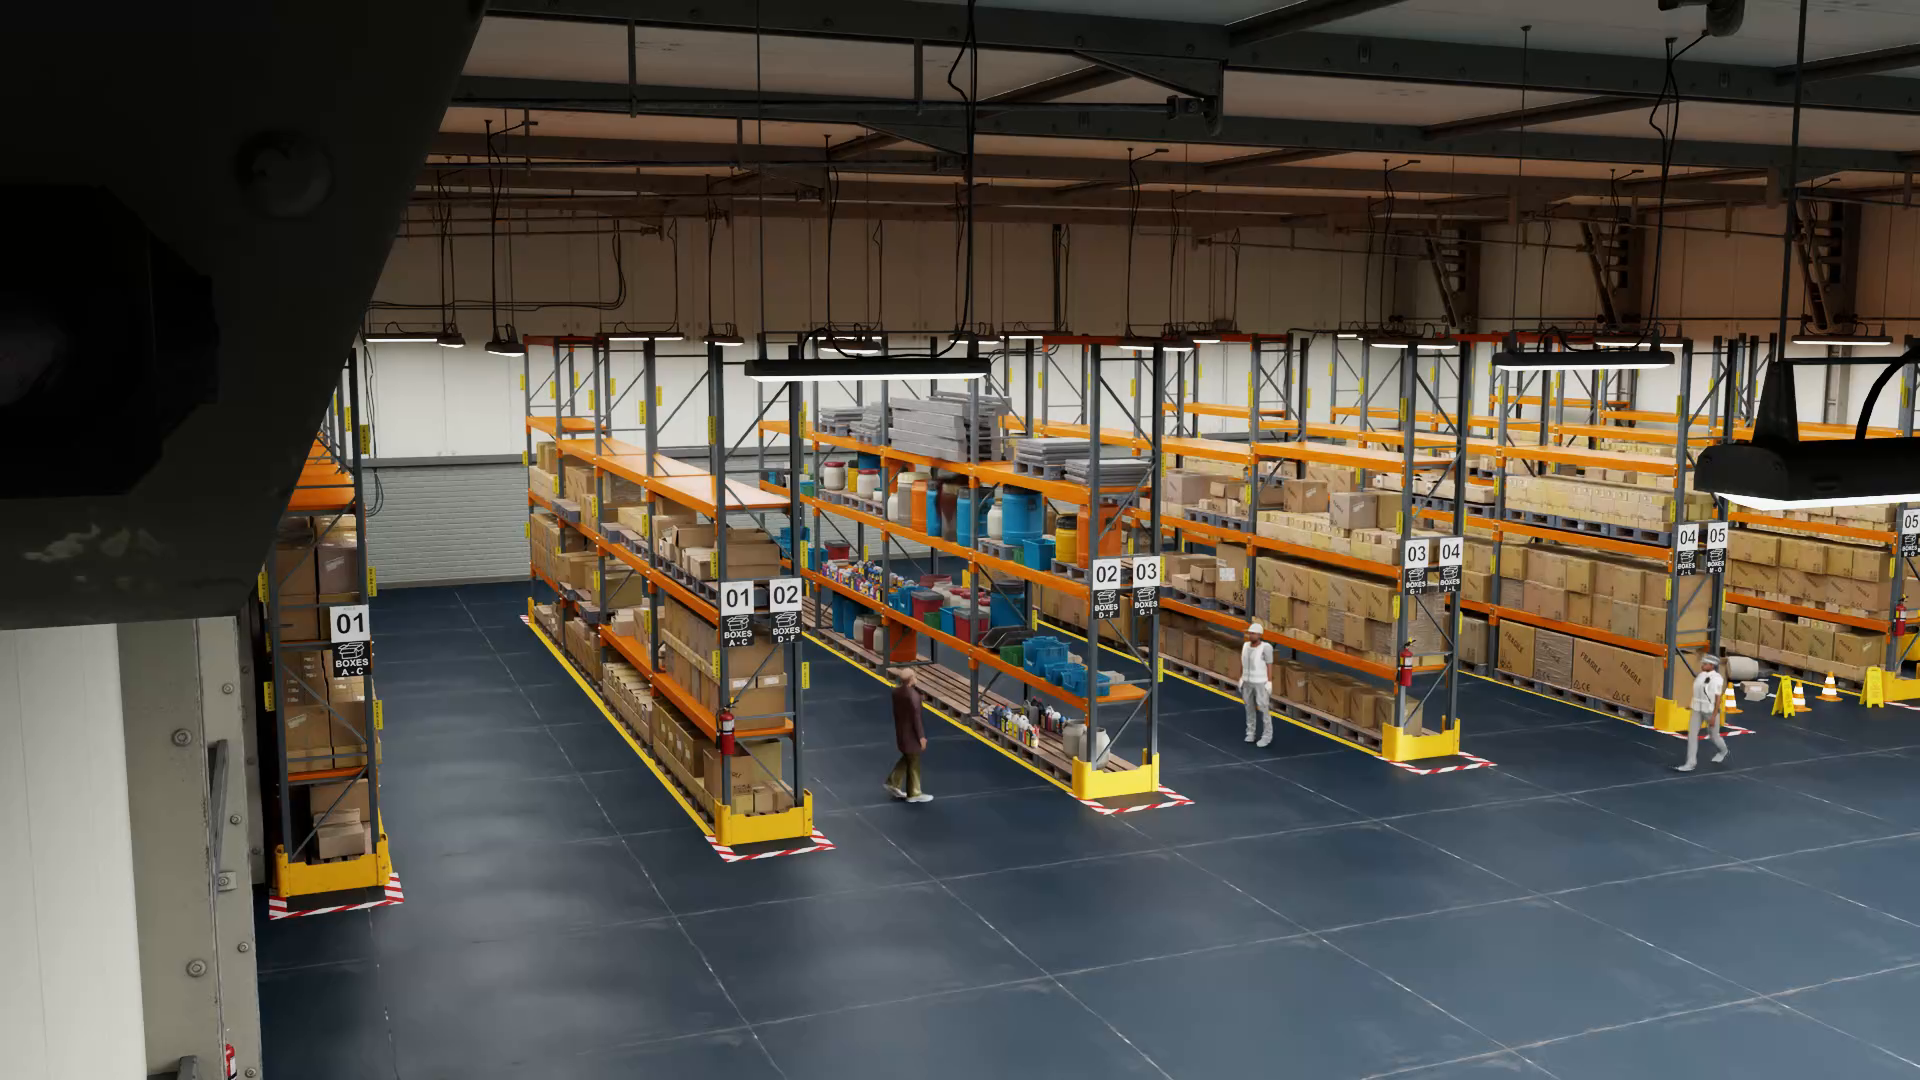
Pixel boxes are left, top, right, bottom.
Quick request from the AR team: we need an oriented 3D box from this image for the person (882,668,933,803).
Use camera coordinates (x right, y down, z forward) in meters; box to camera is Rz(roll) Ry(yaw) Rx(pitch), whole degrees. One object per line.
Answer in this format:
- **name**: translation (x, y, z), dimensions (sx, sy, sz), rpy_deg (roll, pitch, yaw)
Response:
- **person**: translation (-0.674, 2.563, 21.881), dimensions (0.576, 1.797, 0.659), rpy_deg (-4, 8, -25)

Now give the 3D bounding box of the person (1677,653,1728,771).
- **person**: translation (10.510, 2.404, 23.402), dimensions (0.926, 1.656, 0.431), rpy_deg (-7, 11, -44)

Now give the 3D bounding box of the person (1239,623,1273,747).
- **person**: translation (4.411, 2.144, 24.893), dimensions (0.425, 1.789, 0.622), rpy_deg (-7, 10, -41)
